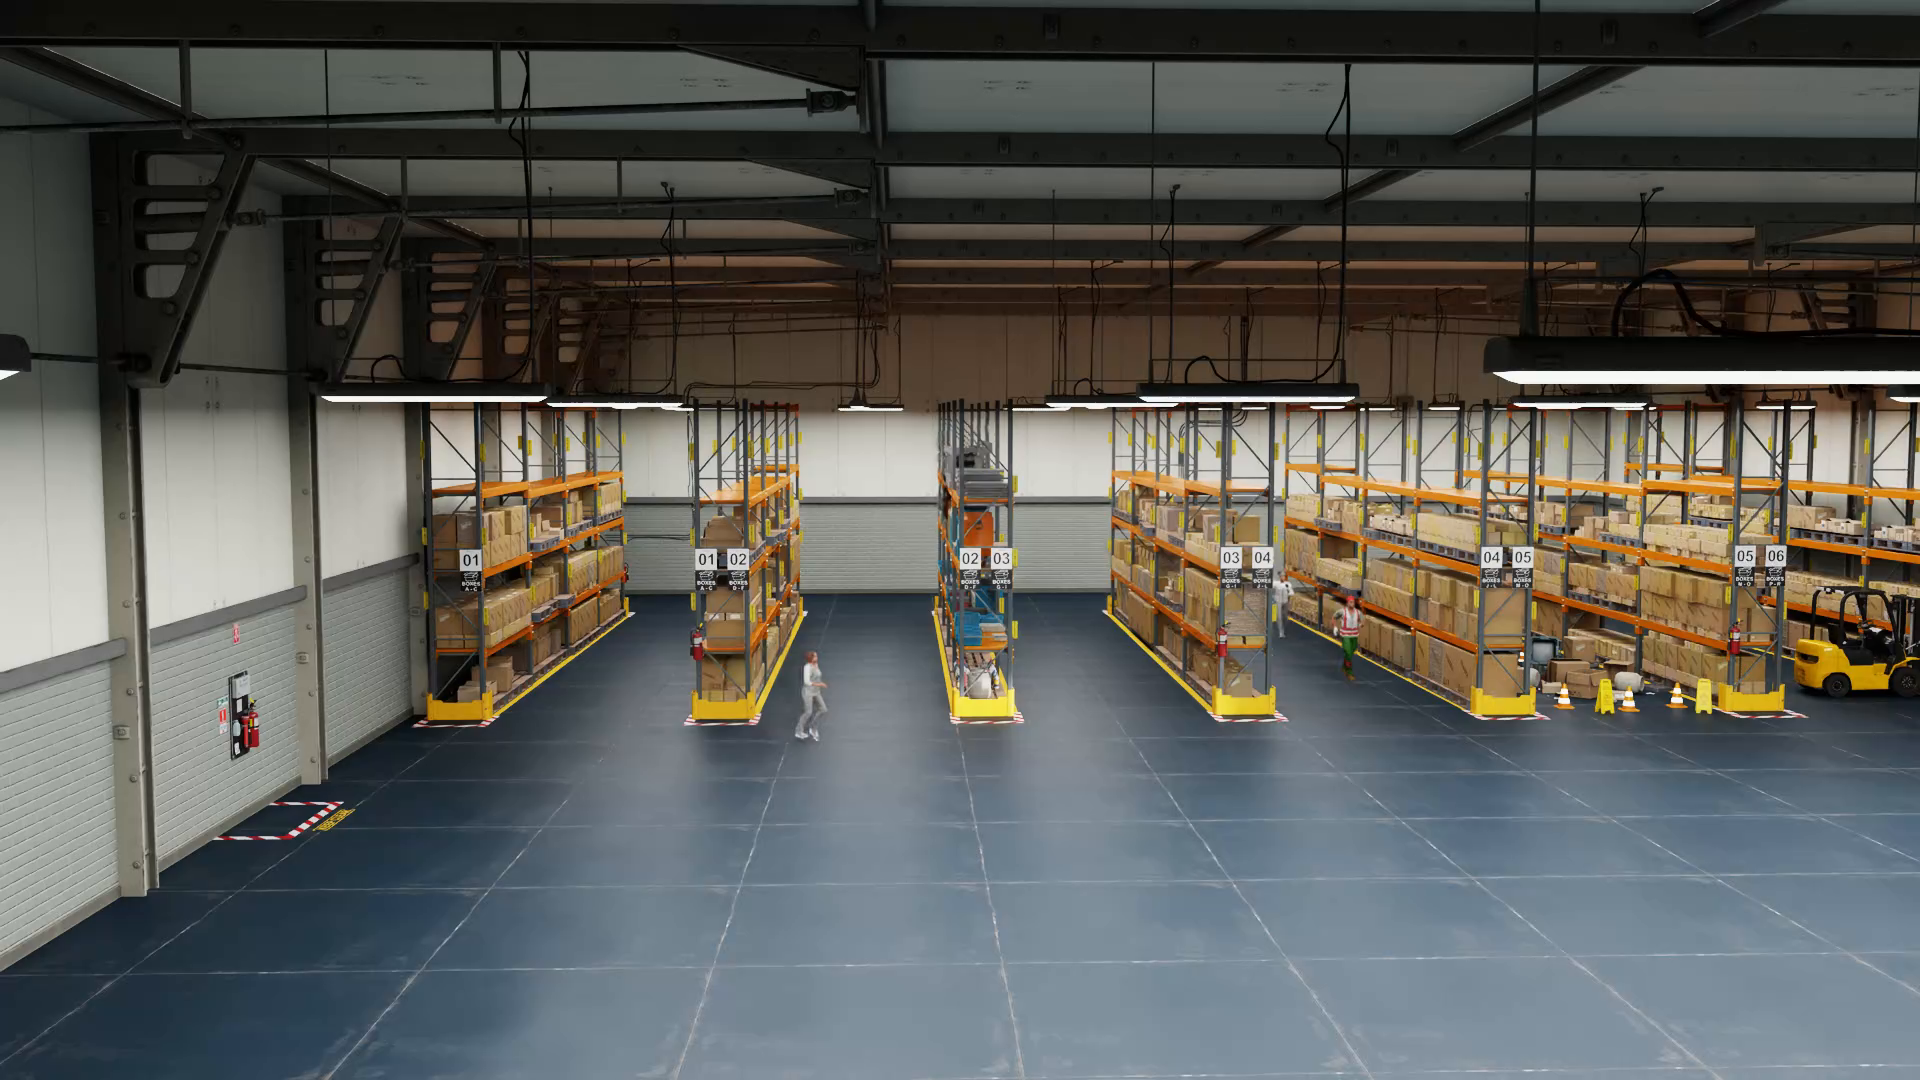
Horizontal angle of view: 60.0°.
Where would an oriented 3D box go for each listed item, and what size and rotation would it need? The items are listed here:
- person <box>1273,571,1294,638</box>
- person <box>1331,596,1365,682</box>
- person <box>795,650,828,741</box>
[{"bbox_3d":[8.265,1.615,42.700,0.613,1.678,0.941,0,4,0],"label":"person"},{"bbox_3d":[8.376,2.088,35.750,0.677,1.800,0.901,-1,4,-12],"label":"person"},{"bbox_3d":[-2.574,2.730,29.080,0.670,1.621,0.566,2,5,25],"label":"person"}]
